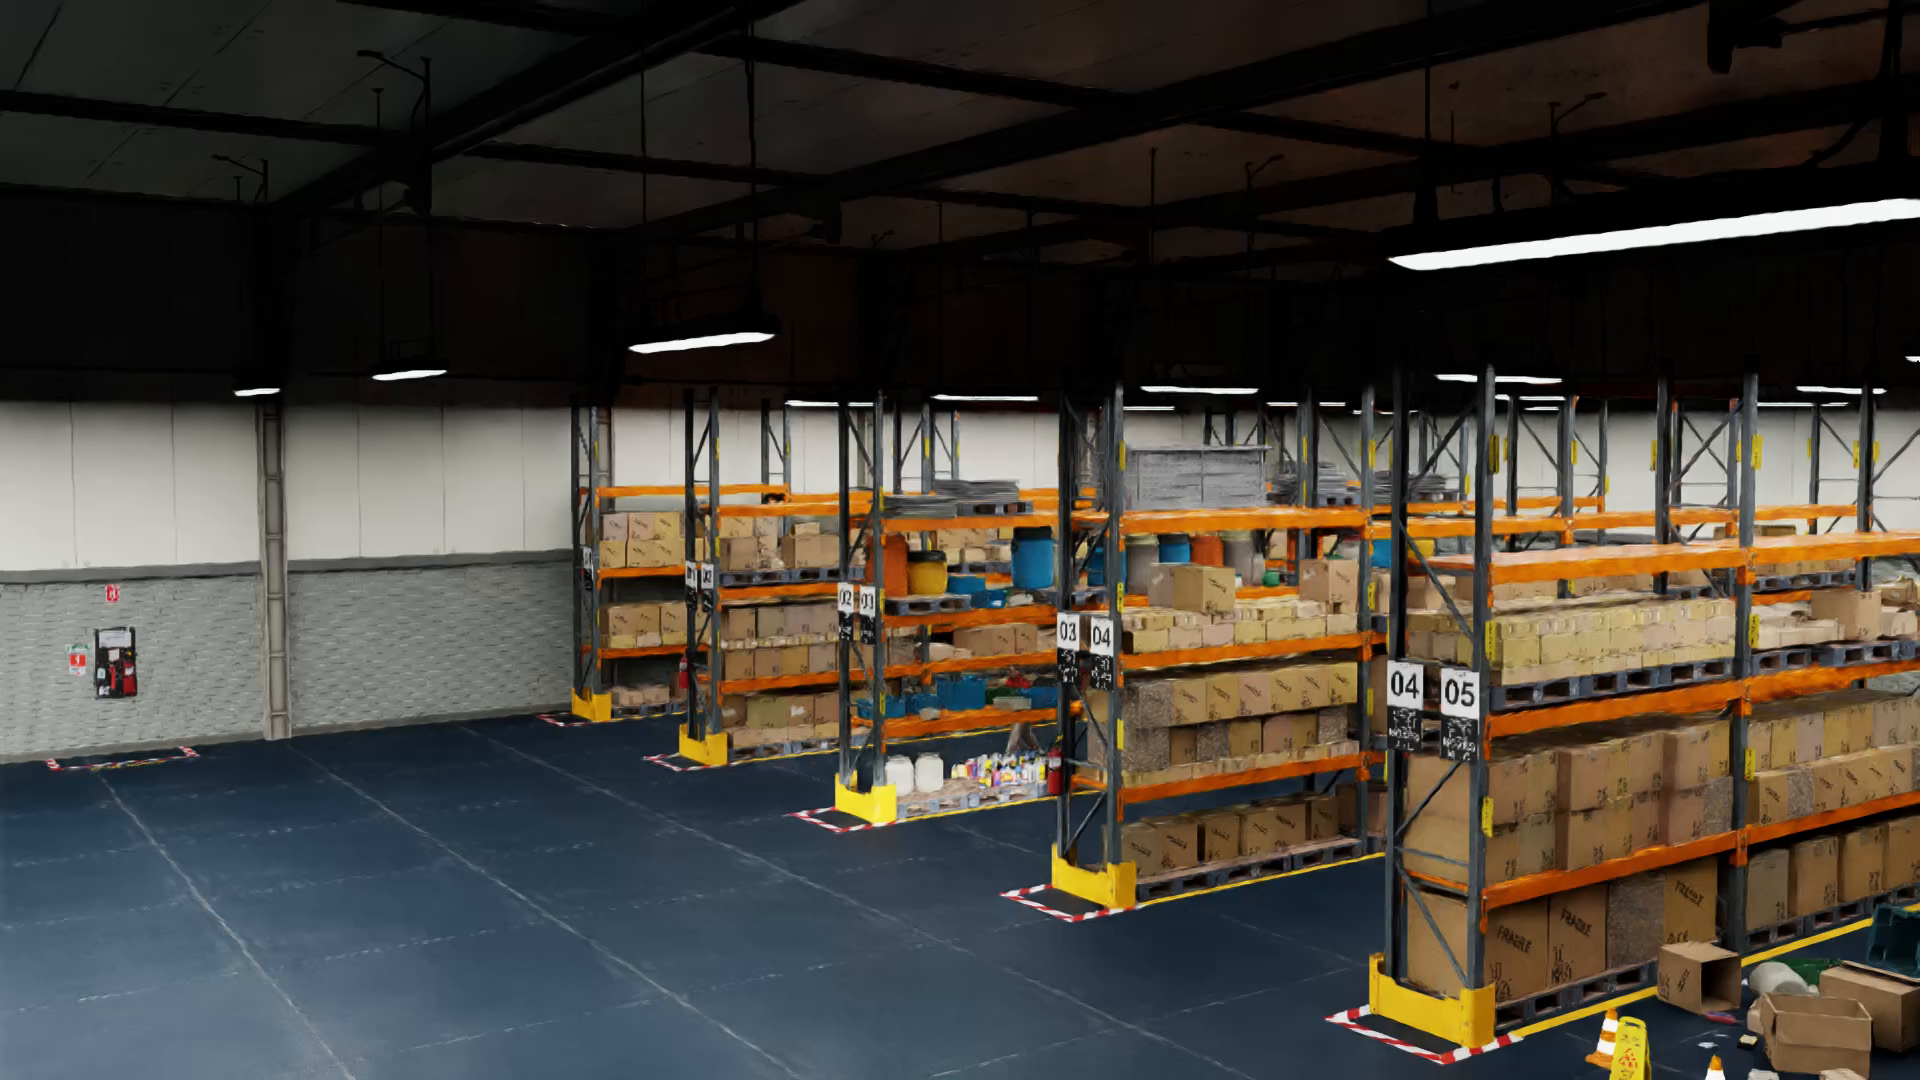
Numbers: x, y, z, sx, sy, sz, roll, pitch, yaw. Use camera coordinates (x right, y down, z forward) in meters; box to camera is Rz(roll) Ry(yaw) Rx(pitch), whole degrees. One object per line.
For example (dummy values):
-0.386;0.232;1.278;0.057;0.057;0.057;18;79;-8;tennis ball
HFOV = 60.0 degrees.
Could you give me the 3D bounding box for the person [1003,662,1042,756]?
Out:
0.901;2.741;26.334;1.126;1.645;0.542;-2;4;-32;person
